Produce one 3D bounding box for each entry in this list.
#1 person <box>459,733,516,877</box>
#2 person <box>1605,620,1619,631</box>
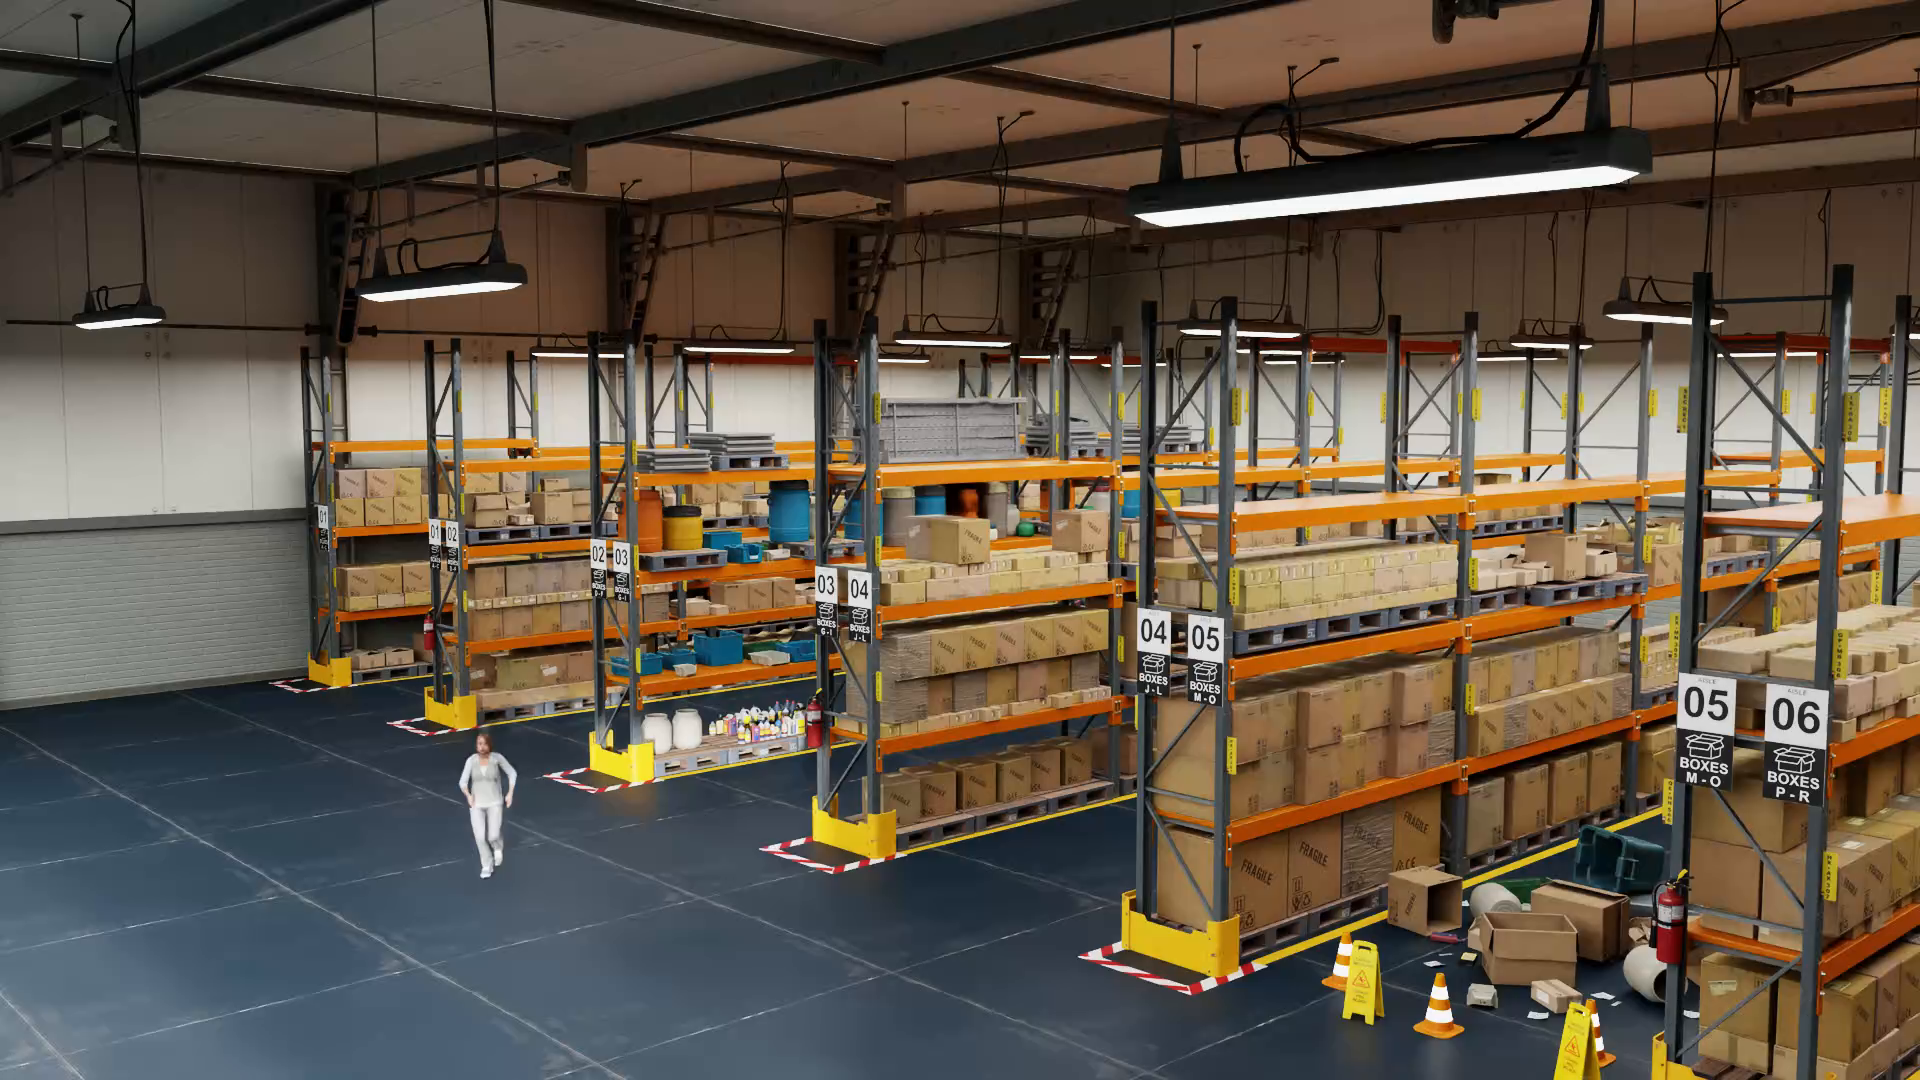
[{"bbox_3d":[-5.041,2.827,17.747,0.584,1.557,0.567,-1,5,-9],"label":"person"},{"bbox_3d":[9.662,2.070,24.758,1.051,1.768,0.707,-5,7,-44],"label":"person"}]
